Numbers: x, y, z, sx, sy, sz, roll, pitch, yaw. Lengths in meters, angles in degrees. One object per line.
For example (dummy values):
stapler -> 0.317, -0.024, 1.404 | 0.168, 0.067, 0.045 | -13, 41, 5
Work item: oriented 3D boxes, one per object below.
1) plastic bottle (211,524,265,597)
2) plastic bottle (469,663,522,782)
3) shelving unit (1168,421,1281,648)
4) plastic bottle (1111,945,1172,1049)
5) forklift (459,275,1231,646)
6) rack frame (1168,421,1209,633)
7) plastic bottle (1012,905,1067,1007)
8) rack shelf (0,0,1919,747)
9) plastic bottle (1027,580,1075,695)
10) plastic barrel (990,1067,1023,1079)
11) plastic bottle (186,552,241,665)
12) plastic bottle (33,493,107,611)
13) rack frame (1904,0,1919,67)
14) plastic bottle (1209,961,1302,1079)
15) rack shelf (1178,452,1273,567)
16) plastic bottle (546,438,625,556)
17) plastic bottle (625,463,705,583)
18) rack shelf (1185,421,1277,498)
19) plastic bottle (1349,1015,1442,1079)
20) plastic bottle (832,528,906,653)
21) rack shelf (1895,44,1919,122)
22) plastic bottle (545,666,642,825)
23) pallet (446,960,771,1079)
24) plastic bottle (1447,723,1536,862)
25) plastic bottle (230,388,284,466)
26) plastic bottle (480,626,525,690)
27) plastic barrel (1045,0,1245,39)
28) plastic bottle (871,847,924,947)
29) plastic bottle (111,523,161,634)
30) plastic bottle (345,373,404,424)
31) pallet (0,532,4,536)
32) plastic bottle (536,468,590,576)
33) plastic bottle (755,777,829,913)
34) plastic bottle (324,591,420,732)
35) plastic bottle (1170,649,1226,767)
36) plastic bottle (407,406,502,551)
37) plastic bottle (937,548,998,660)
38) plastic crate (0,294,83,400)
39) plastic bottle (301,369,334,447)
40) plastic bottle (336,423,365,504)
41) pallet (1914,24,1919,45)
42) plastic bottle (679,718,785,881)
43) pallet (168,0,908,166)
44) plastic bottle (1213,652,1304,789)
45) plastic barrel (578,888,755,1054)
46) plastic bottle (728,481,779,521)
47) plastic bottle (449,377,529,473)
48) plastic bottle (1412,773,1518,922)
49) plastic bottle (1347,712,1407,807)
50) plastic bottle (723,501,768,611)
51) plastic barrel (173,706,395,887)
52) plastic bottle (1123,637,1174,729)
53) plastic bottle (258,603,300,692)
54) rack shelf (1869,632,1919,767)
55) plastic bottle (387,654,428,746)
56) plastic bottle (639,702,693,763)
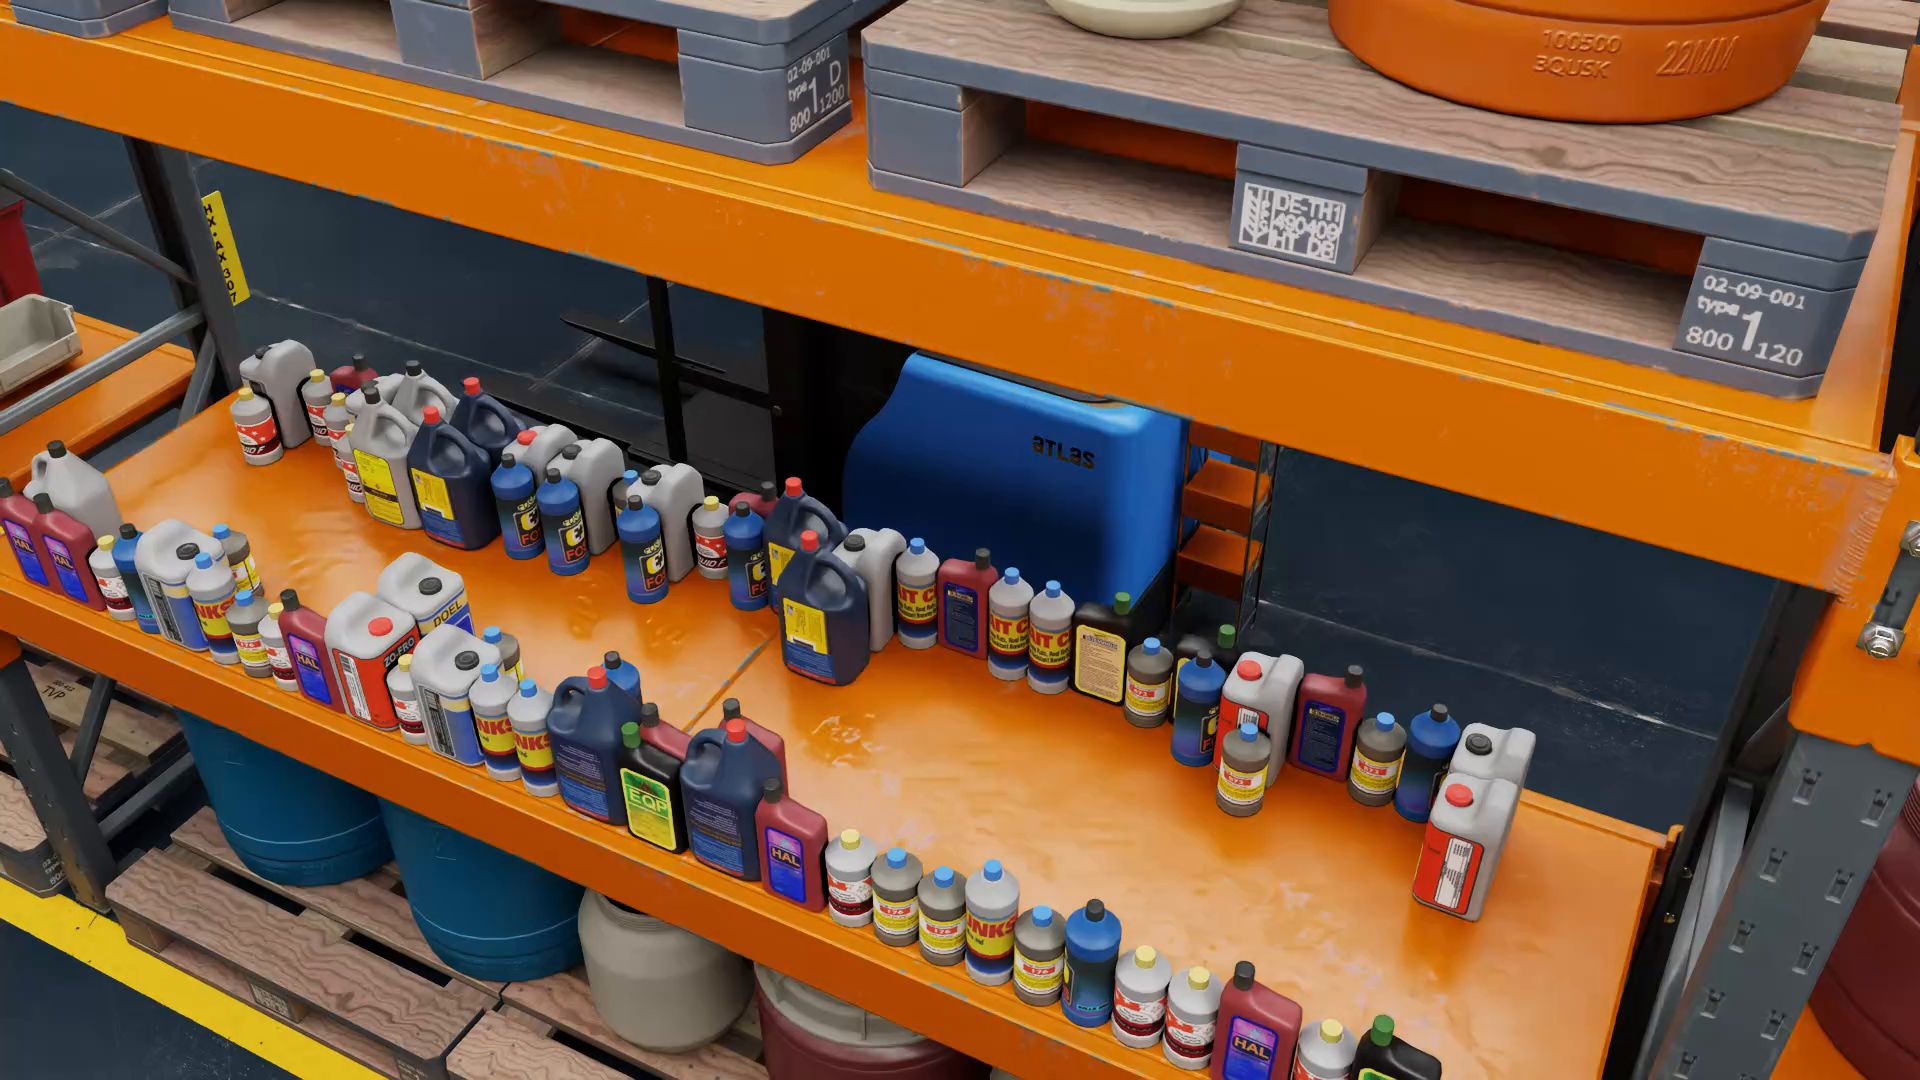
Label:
plastic bottle -> -1.693, 0.053, 3.864 | 0.097, 0.201, 0.097 | 0, 37, 0
plastic bottle -> -0.940, 0.364, 3.396 | 0.097, 0.271, 0.097 | 0, 37, 0
shelving unit -> 0.885, -0.110, 5.526 | 0.252, 1.050, 0.215 | 19, 41, 23
plastic bottle -> 0.317, 0.785, 2.899 | 0.097, 0.201, 0.097 | 0, 37, 0
forklift -> -0.547, -1.355, 5.611 | 3.031, 2.935, 1.130 | 19, 41, 23
rack frame -> 0.779, -0.146, 5.574 | 0.008, 1.050, 0.200 | 19, 41, 23
plastic bottle -> 0.144, 0.731, 2.970 | 0.097, 0.201, 0.097 | 0, 37, 0
rack shelf -> -0.518, -0.742, 2.860 | 4.000, 0.370, 1.077 | 17, 41, 21
plastic bottle -> 0.198, 0.203, 3.608 | 0.097, 0.271, 0.097 | 0, 37, 0
plastic barrel -> 0.273, 1.311, 3.753 | 0.421, 0.512, 0.421 | 0, 37, 0
plastic bottle -> -1.643, 0.144, 3.686 | 0.097, 0.271, 0.097 | 0, 37, 0
plastic bottle -> -2.046, 0.025, 3.832 | 0.133, 0.283, 0.061 | 17, 41, 21
rack frame -> 3.535, -1.936, 6.320 | 0.127, 3.000, 1.000 | 17, 41, 21
plastic bottle -> 0.497, 0.822, 2.783 | 0.133, 0.283, 0.061 | 17, 41, 21
rack shelf -> 0.886, -0.101, 5.533 | 0.240, 0.259, 0.215 | 19, 41, 23
plastic bottle -> -0.904, -0.125, 4.036 | 0.135, 0.276, 0.152 | 17, 41, 21
plastic bottle -> -0.698, -0.060, 3.951 | 0.135, 0.276, 0.152 | 17, 41, 21
rack shelf -> 0.885, -0.327, 5.361 | 0.240, 0.259, 0.215 | 19, 41, 23
plastic bottle -> 0.702, 0.886, 2.699 | 0.133, 0.283, 0.061 | 17, 41, 21
plastic bottle -> -0.209, 0.093, 3.749 | 0.135, 0.276, 0.152 | 17, 41, 21
rack shelf -> 5.311, -1.094, 5.805 | 4.000, 0.370, 1.077 | 17, 41, 21
plastic bottle -> -0.717, 0.386, 3.301 | 0.185, 0.351, 0.144 | 17, 41, 21
pallet -> -0.541, 1.297, 4.367 | 1.213, 0.211, 1.003 | 17, 41, 21
plastic bottle -> 1.022, 0.478, 3.241 | 0.135, 0.276, 0.152 | 17, 41, 21
plastic bottle -> -1.836, -0.302, 4.331 | 0.097, 0.201, 0.097 | 0, 37, 0
plastic bottle -> -0.989, 0.273, 3.574 | 0.097, 0.201, 0.097 | 0, 37, 0
plastic barrel -> 0.238, -0.804, 2.114 | 0.301, 0.262, 0.301 | 0, 37, 0
plastic bottle -> -0.115, 0.650, 3.077 | 0.097, 0.201, 0.097 | 0, 37, 0
plastic bottle -> -1.849, 0.079, 3.771 | 0.097, 0.271, 0.097 | 0, 37, 0
plastic bottle -> -1.471, -0.302, 4.270 | 0.135, 0.276, 0.152 | 17, 41, 21
pallet -> -4.052, 0.199, 5.813 | 1.213, 0.211, 1.003 | 17, 41, 21
plastic bottle -> -0.945, -0.051, 3.942 | 0.097, 0.271, 0.097 | 0, 37, 0
plastic bottle -> -0.313, 0.568, 3.117 | 0.133, 0.283, 0.061 | 17, 41, 21
plastic bottle -> -1.236, 0.251, 3.541 | 0.135, 0.276, 0.152 | 17, 41, 21
plastic bottle -> 0.493, 0.337, 3.431 | 0.097, 0.271, 0.097 | 0, 37, 0
plastic bottle -> -1.230, -0.161, 4.022 | 0.185, 0.351, 0.144 | 17, 41, 21
plastic bottle -> 0.017, 0.130, 3.695 | 0.133, 0.283, 0.061 | 17, 41, 21
plastic crate -> -2.642, -0.514, 4.615 | 0.243, 0.136, 0.396 | 17, 41, 21
plastic bottle -> -1.680, -0.357, 4.403 | 0.097, 0.201, 0.097 | 0, 37, 0
plastic bottle -> -1.512, -0.200, 4.198 | 0.097, 0.201, 0.097 | 0, 37, 0
pallet -> 6.572, -3.201, 10.292 | 1.213, 0.211, 1.003 | 17, 41, 21
plastic bottle -> -0.435, 0.475, 3.185 | 0.185, 0.351, 0.144 | 17, 41, 21
pallet -> -0.545, -1.030, 2.801 | 1.213, 0.211, 1.003 | 17, 41, 21
plastic bottle -> 0.611, 0.350, 3.411 | 0.135, 0.276, 0.152 | 17, 41, 21
plastic barrel -> -0.730, 0.997, 4.167 | 0.421, 0.512, 0.421 | 0, 37, 0
plastic bottle -> -0.472, -0.023, 3.896 | 0.133, 0.283, 0.061 | 17, 41, 21
plastic bottle -> -1.163, -0.238, 4.124 | 0.185, 0.351, 0.144 | 17, 41, 21
plastic bottle -> 0.952, 0.560, 3.134 | 0.135, 0.276, 0.152 | 17, 41, 21
plastic bottle -> 0.845, 0.434, 3.362 | 0.097, 0.201, 0.097 | 0, 37, 0
plastic bottle -> -0.492, 0.029, 3.837 | 0.097, 0.271, 0.097 | 0, 37, 0
plastic barrel -> -1.819, 0.440, 4.578 | 0.708, 0.901, 0.600 | 17, 41, 21
plastic bottle -> 0.402, 0.295, 3.544 | 0.097, 0.201, 0.097 | 0, 37, 0
plastic bottle -> -1.470, 0.226, 3.636 | 0.097, 0.201, 0.097 | 0, 37, 0
rack shelf -> 3.034, 0.371, 1.395 | 4.000, 0.370, 1.077 | 17, 41, 21
plastic bottle -> -1.146, 0.327, 3.502 | 0.097, 0.201, 0.097 | 0, 37, 0
plastic bottle -> -0.567, 0.447, 3.277 | 0.133, 0.283, 0.061 | 17, 41, 21
